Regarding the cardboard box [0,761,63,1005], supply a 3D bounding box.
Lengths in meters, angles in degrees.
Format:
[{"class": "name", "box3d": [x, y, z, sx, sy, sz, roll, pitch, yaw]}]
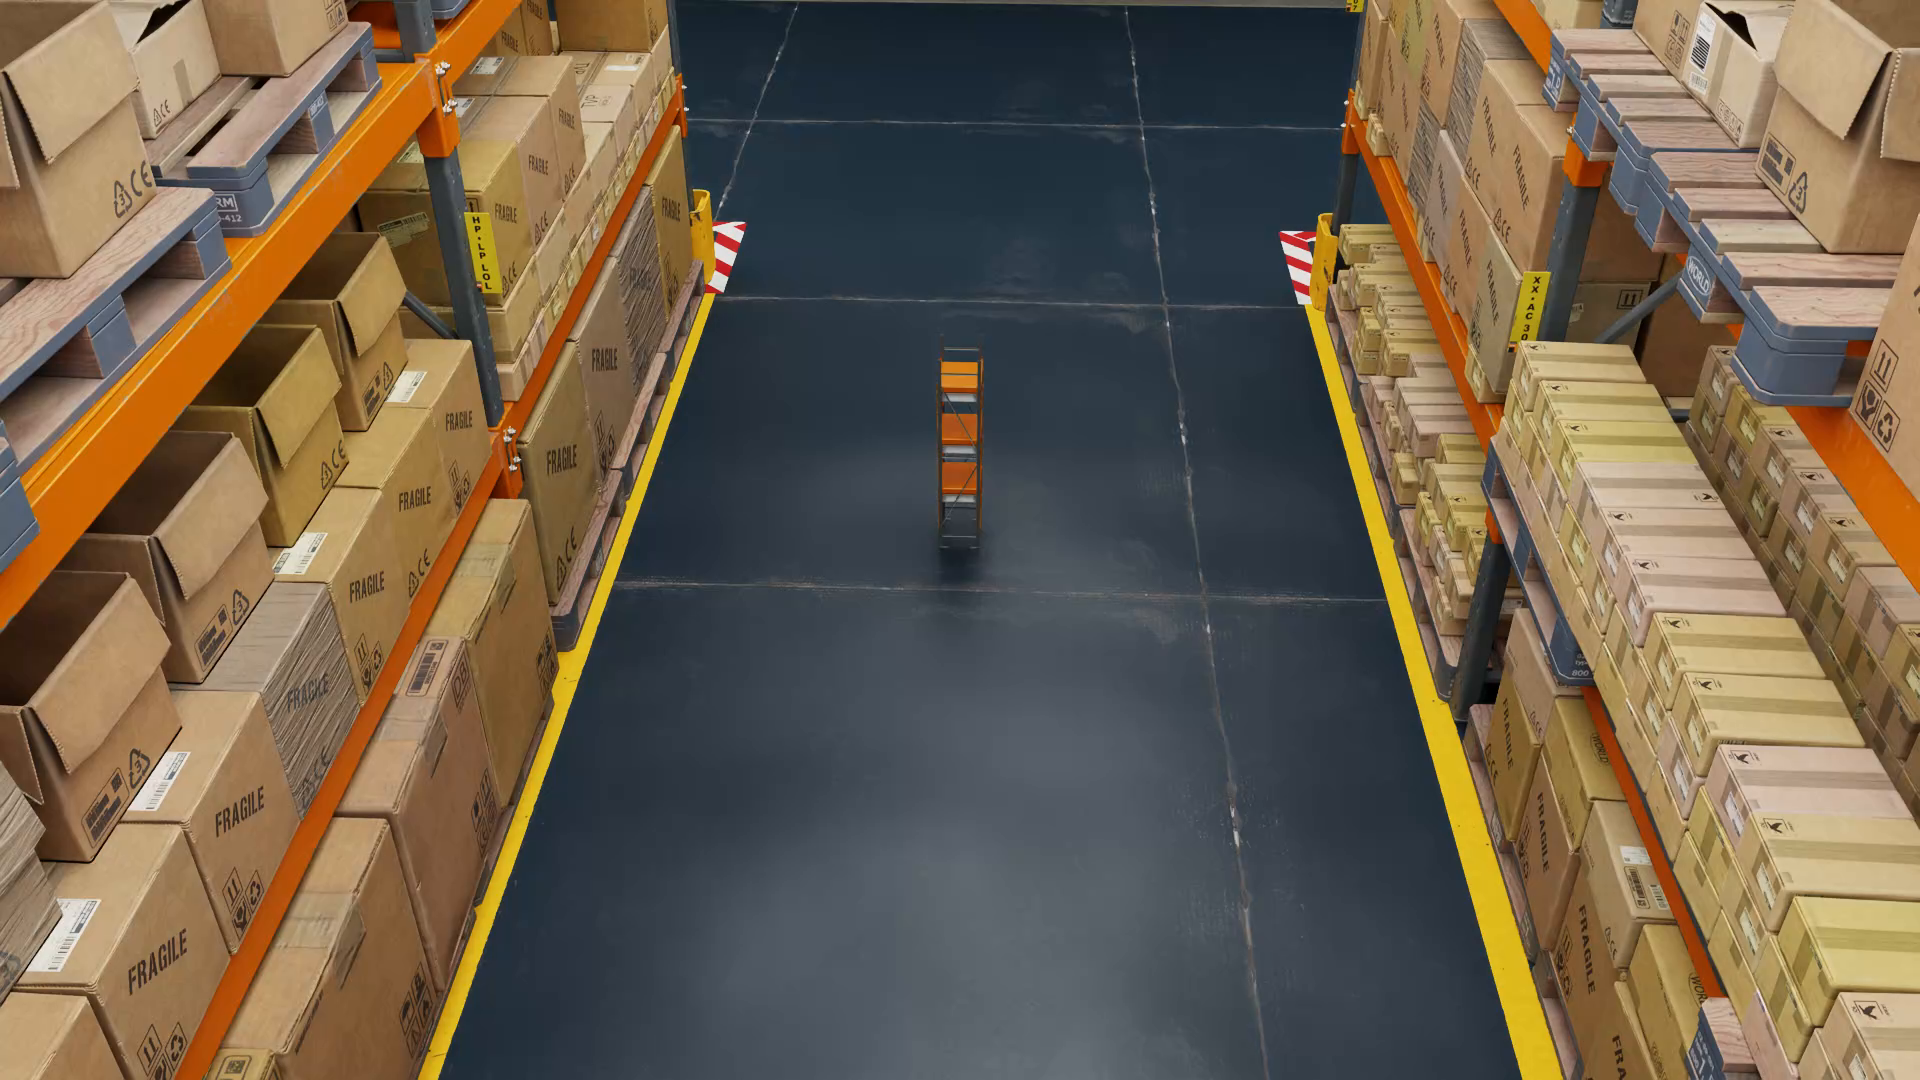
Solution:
[{"class": "cardboard box", "box3d": [-2.445, 0.788, 3.561, 0.797, 0.503, 0.637, 2, 35, 3]}]

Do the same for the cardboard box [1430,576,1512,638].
[{"class": "cardboard box", "box3d": [2.297, 0.295, 7.336, 0.380, 0.149, 0.250, 2, 35, 2]}]

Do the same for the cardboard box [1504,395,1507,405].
[{"class": "cardboard box", "box3d": [2.399, -0.533, 6.618, 0.380, 0.149, 0.250, 1, 35, 1]}]

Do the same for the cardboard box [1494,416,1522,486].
[{"class": "cardboard box", "box3d": [2.146, -0.320, 5.950, 0.380, 0.149, 0.250, 0, 35, 0]}]

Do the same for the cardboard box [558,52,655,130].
[{"class": "cardboard box", "box3d": [-1.945, -2.422, 8.959, 0.500, 0.250, 0.500, 1, 35, 1]}]

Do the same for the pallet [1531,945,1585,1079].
[{"class": "pallet", "box3d": [2.545, 1.825, 5.470, 1.003, 0.211, 1.213, 1, 35, 2]}]

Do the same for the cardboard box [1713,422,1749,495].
[{"class": "cardboard box", "box3d": [2.793, -0.273, 5.624, 0.380, 0.149, 0.250, 2, 35, 2]}]

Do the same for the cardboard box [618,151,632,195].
[{"class": "cardboard box", "box3d": [-1.904, -1.886, 8.544, 0.380, 0.149, 0.250, 1, 35, 2]}]

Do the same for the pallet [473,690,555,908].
[{"class": "pallet", "box3d": [-2.286, 0.947, 6.719, 1.003, 0.211, 1.213, 1, 35, 2]}]

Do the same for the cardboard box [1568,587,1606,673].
[{"class": "cardboard box", "box3d": [2.106, 0.274, 5.105, 0.380, 0.149, 0.250, 0, 35, 0]}]

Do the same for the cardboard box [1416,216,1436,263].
[{"class": "cardboard box", "box3d": [2.390, -1.433, 7.899, 0.380, 0.149, 0.250, 2, 35, 3]}]

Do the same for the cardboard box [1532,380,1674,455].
[{"class": "cardboard box", "box3d": [2.141, -0.403, 5.550, 0.380, 0.149, 0.250, 2, 35, 3]}]

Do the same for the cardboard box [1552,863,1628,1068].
[{"class": "cardboard box", "box3d": [2.300, 1.408, 5.446, 0.500, 0.500, 0.500, 2, 35, 3]}]

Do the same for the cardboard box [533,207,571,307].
[{"class": "cardboard box", "box3d": [-2.025, -1.249, 7.290, 0.500, 0.250, 0.500, 1, 35, 2]}]

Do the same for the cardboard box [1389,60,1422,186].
[{"class": "cardboard box", "box3d": [2.460, -2.086, 8.264, 0.500, 0.500, 0.500, 2, 35, 3]}]

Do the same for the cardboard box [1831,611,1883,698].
[{"class": "cardboard box", "box3d": [2.754, 0.333, 4.761, 0.380, 0.149, 0.250, 1, 35, 2]}]

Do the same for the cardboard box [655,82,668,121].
[{"class": "cardboard box", "box3d": [-1.864, -2.473, 9.378, 0.380, 0.149, 0.250, 2, 35, 2]}]

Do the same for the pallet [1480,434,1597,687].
[{"class": "pallet", "box3d": [2.445, 0.048, 5.740, 1.003, 0.211, 1.213, 1, 35, 2]}]

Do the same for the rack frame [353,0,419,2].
[{"class": "rack frame", "box3d": [-2.330, -3.094, 4.826, 1.000, 3.000, 0.127, 1, 35, 2]}]

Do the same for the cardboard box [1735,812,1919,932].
[{"class": "cardboard box", "box3d": [2.052, 0.779, 3.869, 0.380, 0.149, 0.250, 2, 35, 3]}]

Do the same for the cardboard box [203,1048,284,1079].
[{"class": "cardboard box", "box3d": [-2.443, 1.961, 4.334, 1.225, 0.875, 0.875, 0, 35, 0]}]

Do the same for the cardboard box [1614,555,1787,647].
[{"class": "cardboard box", "box3d": [2.095, 0.180, 4.721, 0.380, 0.149, 0.250, 3, 35, 4]}]

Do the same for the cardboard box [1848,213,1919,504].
[{"class": "cardboard box", "box3d": [2.261, -0.345, 3.437, 0.500, 0.500, 0.500, 1, 35, 2]}]

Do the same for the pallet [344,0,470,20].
[{"class": "pallet", "box3d": [-2.287, -2.300, 6.382, 1.003, 0.211, 1.213, 1, 35, 2]}]

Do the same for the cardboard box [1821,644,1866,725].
[{"class": "cardboard box", "box3d": [2.754, 0.446, 4.860, 0.380, 0.149, 0.250, 3, 35, 4]}]

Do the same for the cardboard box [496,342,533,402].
[{"class": "cardboard box", "box3d": [-1.986, -0.699, 6.854, 0.380, 0.149, 0.250, 1, 35, 2]}]

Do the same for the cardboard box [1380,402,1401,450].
[{"class": "cardboard box", "box3d": [2.393, -0.587, 8.591, 0.380, 0.149, 0.250, 1, 35, 2]}]

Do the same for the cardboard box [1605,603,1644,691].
[{"class": "cardboard box", "box3d": [2.098, 0.312, 4.791, 0.380, 0.149, 0.250, 1, 35, 1]}]

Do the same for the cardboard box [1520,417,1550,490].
[{"class": "cardboard box", "box3d": [2.138, -0.293, 5.652, 0.380, 0.149, 0.250, 1, 35, 1]}]

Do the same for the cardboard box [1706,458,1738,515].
[{"class": "cardboard box", "box3d": [2.794, -0.153, 5.713, 0.380, 0.149, 0.250, 2, 35, 2]}]

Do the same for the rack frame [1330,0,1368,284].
[{"class": "rack frame", "box3d": [2.782, -2.765, 9.575, 1.000, 3.000, 0.127, 1, 35, 2]}]

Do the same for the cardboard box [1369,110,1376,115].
[{"class": "cardboard box", "box3d": [2.473, -2.336, 9.184, 0.380, 0.149, 0.250, 3, 35, 4]}]

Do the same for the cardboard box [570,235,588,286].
[{"class": "cardboard box", "box3d": [-1.947, -1.299, 7.708, 0.380, 0.149, 0.250, 1, 35, 1]}]

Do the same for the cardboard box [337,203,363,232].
[{"class": "cardboard box", "box3d": [-2.579, -1.276, 6.677, 0.500, 0.500, 0.500, 2, 35, 3]}]

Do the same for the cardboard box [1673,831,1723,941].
[{"class": "cardboard box", "box3d": [2.066, 0.880, 4.242, 0.380, 0.149, 0.250, 0, 35, 0]}]

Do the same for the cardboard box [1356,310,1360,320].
[{"class": "cardboard box", "box3d": [2.513, -1.324, 9.639, 0.380, 0.149, 0.250, 1, 35, 2]}]

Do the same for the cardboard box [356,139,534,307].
[{"class": "cardboard box", "box3d": [-2.056, -1.275, 6.676, 0.500, 0.500, 0.500, 1, 35, 2]}]

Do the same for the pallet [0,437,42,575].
[{"class": "pallet", "box3d": [-2.518, 0.138, 3.001, 1.213, 0.211, 1.003, 3, 35, 4]}]

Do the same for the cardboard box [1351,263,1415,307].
[{"class": "cardboard box", "box3d": [2.393, -1.417, 9.255, 0.380, 0.149, 0.250, 1, 35, 2]}]

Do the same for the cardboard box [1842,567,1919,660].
[{"class": "cardboard box", "box3d": [2.747, 0.205, 4.685, 0.380, 0.149, 0.250, 0, 35, 0]}]

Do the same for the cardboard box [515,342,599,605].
[{"class": "cardboard box", "box3d": [-2.224, -0.319, 7.578, 0.875, 0.875, 0.875, 1, 35, 2]}]

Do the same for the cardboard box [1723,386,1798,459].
[{"class": "cardboard box", "box3d": [2.791, -0.389, 5.531, 0.380, 0.149, 0.250, 0, 35, 0]}]

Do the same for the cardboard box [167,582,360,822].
[{"class": "cardboard box", "box3d": [-2.142, 0.467, 4.890, 0.500, 0.500, 0.500, 1, 35, 2]}]

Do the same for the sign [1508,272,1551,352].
[{"class": "sign", "box3d": [2.079, -0.829, 6.068, 0.100, 0.325, 0.005, 1, 35, 2]}]

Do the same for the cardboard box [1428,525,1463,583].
[{"class": "cardboard box", "box3d": [2.315, 0.062, 7.408, 0.380, 0.149, 0.250, 0, 35, 0]}]

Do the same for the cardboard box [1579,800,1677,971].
[{"class": "cardboard box", "box3d": [2.284, 1.095, 5.240, 0.500, 0.250, 0.500, 3, 35, 4]}]

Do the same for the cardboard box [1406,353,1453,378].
[{"class": "cardboard box", "box3d": [2.474, -0.817, 8.401, 0.380, 0.149, 0.250, 1, 35, 2]}]

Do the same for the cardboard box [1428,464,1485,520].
[{"class": "cardboard box", "box3d": [2.349, -0.217, 7.546, 0.380, 0.149, 0.250, 1, 35, 1]}]

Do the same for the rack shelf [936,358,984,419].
[{"class": "rack shelf", "box3d": [0.002, -0.684, 7.835, 0.215, 0.259, 0.240, 1, 35, 2]}]

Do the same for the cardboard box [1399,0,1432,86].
[{"class": "cardboard box", "box3d": [2.442, -2.496, 7.978, 0.500, 0.500, 0.500, 1, 35, 1]}]

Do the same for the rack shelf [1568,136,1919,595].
[{"class": "rack shelf", "box3d": [2.541, -0.250, 4.014, 1.077, 0.370, 4.000, 1, 35, 2]}]

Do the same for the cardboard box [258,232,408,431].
[{"class": "cardboard box", "box3d": [-2.348, -0.723, 5.711, 0.797, 0.503, 0.637, 0, 35, 1]}]

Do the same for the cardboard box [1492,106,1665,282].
[{"class": "cardboard box", "box3d": [2.370, -1.314, 6.296, 0.500, 0.500, 0.500, 0, 35, 0]}]

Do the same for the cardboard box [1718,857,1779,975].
[{"class": "cardboard box", "box3d": [2.053, 0.898, 3.958, 0.380, 0.149, 0.250, 1, 35, 2]}]

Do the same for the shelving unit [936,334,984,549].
[{"class": "shelving unit", "box3d": [0.002, -0.460, 7.992, 0.215, 1.050, 0.252, 1, 35, 2]}]

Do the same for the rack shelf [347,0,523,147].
[{"class": "rack shelf", "box3d": [-2.250, -2.721, 7.530, 1.077, 0.370, 4.000, 1, 35, 2]}]

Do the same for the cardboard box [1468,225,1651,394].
[{"class": "cardboard box", "box3d": [2.359, -0.913, 6.595, 0.500, 0.500, 0.500, 1, 35, 2]}]
